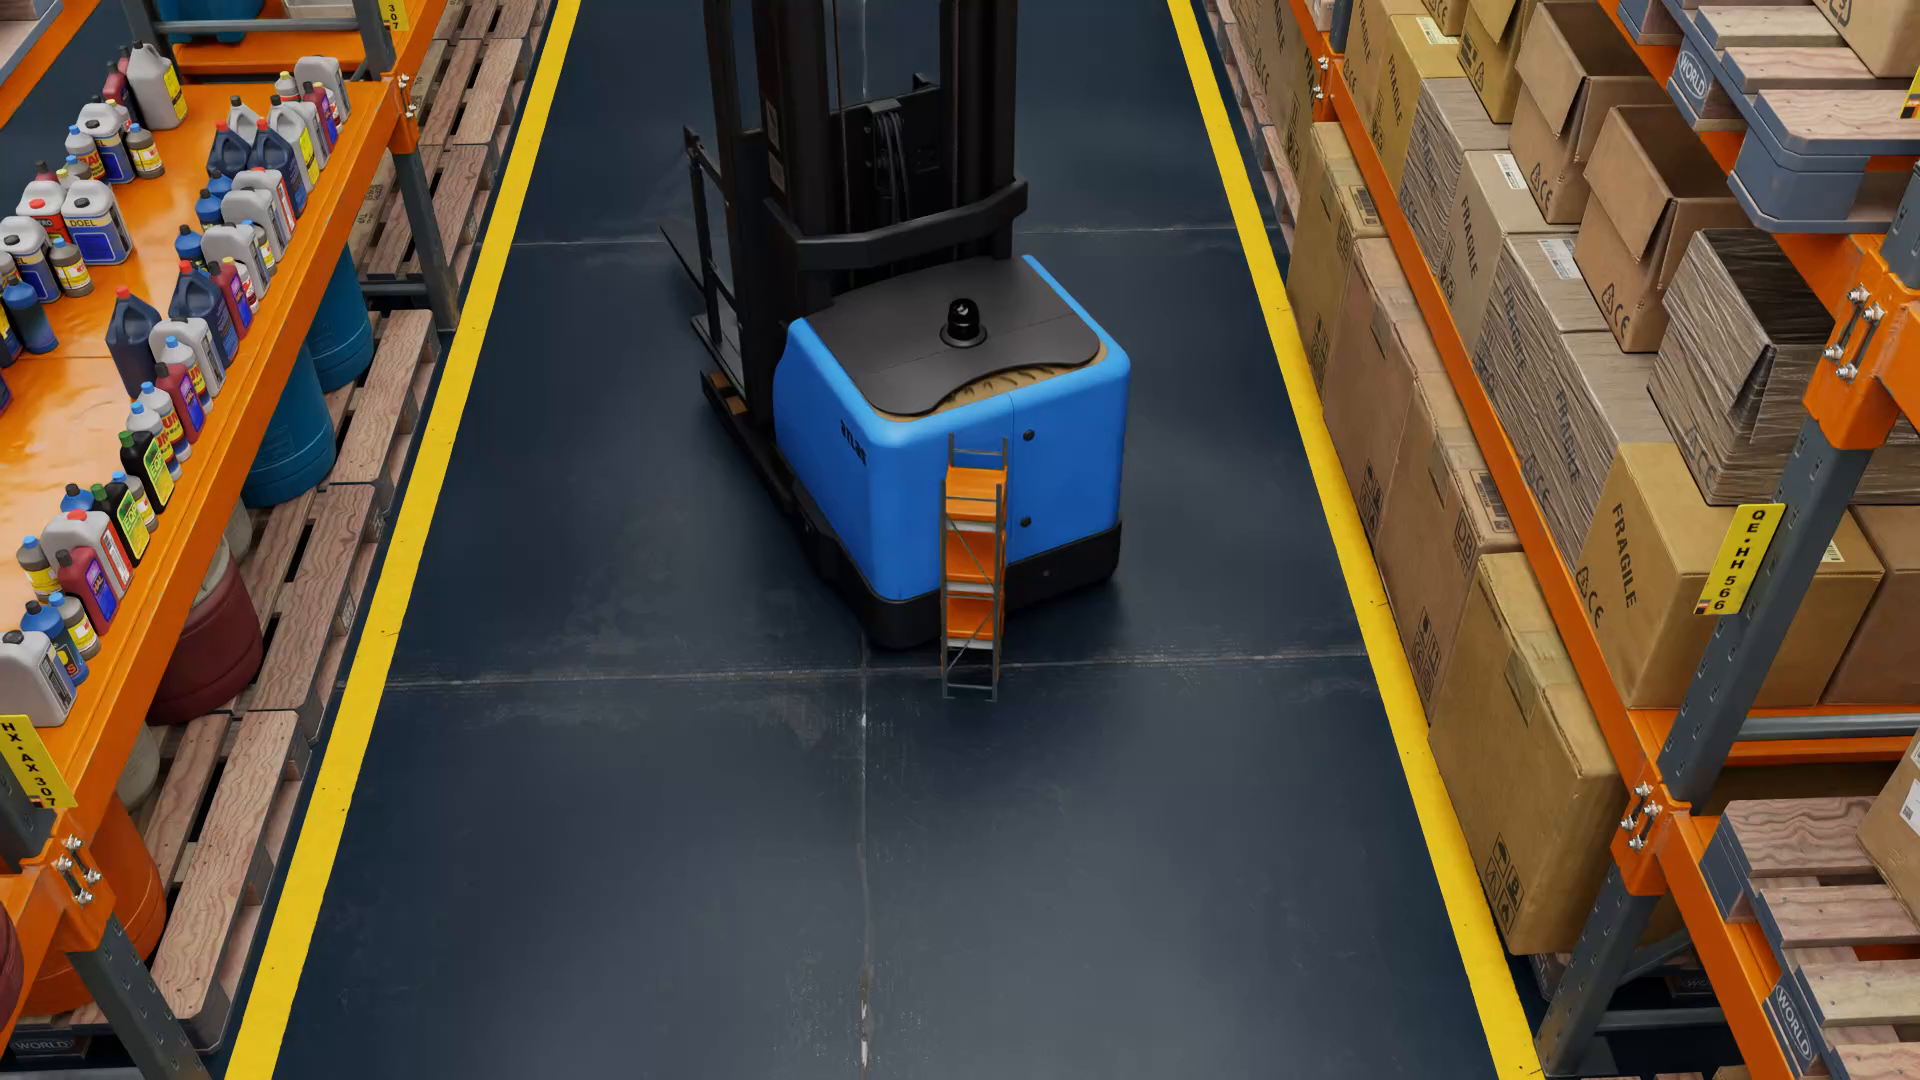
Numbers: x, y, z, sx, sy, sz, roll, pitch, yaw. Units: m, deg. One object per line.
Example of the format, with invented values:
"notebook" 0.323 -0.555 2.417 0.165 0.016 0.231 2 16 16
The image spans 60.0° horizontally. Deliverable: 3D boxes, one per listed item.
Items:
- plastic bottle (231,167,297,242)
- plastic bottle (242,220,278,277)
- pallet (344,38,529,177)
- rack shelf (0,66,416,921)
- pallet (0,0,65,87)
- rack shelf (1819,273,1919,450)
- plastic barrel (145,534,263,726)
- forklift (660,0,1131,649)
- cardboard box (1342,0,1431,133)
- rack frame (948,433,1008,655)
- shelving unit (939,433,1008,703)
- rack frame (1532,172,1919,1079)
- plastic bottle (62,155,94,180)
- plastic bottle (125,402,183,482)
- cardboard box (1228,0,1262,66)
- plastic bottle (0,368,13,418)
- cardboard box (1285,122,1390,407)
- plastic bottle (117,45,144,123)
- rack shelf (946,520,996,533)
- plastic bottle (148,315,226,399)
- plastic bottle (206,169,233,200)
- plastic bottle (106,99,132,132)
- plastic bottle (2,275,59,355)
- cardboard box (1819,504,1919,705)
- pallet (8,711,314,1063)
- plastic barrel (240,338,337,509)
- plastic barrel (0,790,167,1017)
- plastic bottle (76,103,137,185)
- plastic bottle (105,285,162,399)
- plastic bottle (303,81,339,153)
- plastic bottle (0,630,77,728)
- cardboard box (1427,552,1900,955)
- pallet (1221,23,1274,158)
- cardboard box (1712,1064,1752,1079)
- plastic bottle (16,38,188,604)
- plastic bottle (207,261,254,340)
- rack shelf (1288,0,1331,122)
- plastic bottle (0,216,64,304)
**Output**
"plastic bottle" -2.491 -1.214 5.947 0.152 0.276 0.135 -2 43 -2
"plastic bottle" -2.453 -1.018 5.788 0.097 0.201 0.097 0 43 0
"pallet" -2.993 -2.397 9.209 1.003 0.211 1.213 -2 43 -2
"rack shelf" -2.783 -0.488 5.595 1.077 0.370 4.000 -2 43 -2
"pallet" -2.633 -0.959 3.496 1.003 0.211 1.213 -2 43 -2
"rack shelf" 2.335 0.964 1.791 1.077 0.370 4.000 -2 43 -2
"plastic barrel" -2.784 0.238 5.744 0.600 0.588 0.708 -2 43 -2
"forklift" -0.488 -1.670 6.403 1.130 2.935 3.031 -19 46 -19
"cardboard box" 1.850 -1.965 6.600 0.500 0.500 0.500 -2 43 -2
"rack frame" 0.061 0.036 5.934 0.200 1.050 0.008 4 43 4
"shelving unit" 0.048 0.118 5.844 0.215 1.050 0.252 4 43 4
"rack frame" 2.250 0.454 4.034 1.000 3.000 0.127 -2 43 -2
"plastic bottle" -3.232 -1.315 6.112 0.097 0.201 0.097 0 43 0
"plastic bottle" -2.406 -0.295 4.947 0.097 0.271 0.097 0 43 0
"cardboard box" 2.056 -3.274 9.363 0.875 0.875 0.875 -2 43 -2
"plastic bottle" -3.054 -0.522 5.186 0.061 0.283 0.133 -2 43 -2
"cardboard box" 2.128 -1.186 7.086 1.225 0.875 0.875 -2 43 -2
"plastic bottle" -3.279 -1.801 6.581 0.061 0.283 0.133 -2 43 -2
"rack shelf" 0.048 -0.120 5.626 0.166 0.050 0.221 4 43 4
"plastic bottle" -2.452 -0.595 5.271 0.152 0.276 0.135 -2 43 -2
"plastic bottle" -2.615 -1.196 5.931 0.097 0.271 0.097 0 43 0
"plastic bottle" -3.250 -1.603 6.426 0.097 0.201 0.097 0 43 0
"plastic bottle" -3.050 -0.745 5.438 0.097 0.271 0.097 0 43 0
"cardboard box" 2.502 0.082 4.367 0.500 0.500 0.500 0 43 -1
"pallet" -2.773 1.093 5.401 1.003 0.211 1.213 -2 43 -2
"plastic barrel" -2.832 -0.639 6.470 0.600 0.901 0.708 -2 43 -2
"plastic barrel" -7.784 0.273 3.953 10.706 2.957 0.708 -2 43 -2
"plastic bottle" -3.213 -1.488 6.245 0.152 0.276 0.135 -2 43 -2
"plastic bottle" -2.602 -0.636 5.260 0.144 0.351 0.185 -2 43 -2
"plastic bottle" -2.473 -1.649 6.416 0.061 0.283 0.133 -2 43 -2
"plastic bottle" -2.394 0.341 4.250 0.152 0.276 0.135 -2 43 -2
"cardboard box" 2.242 0.616 5.119 1.225 0.875 0.875 -3 43 -4
"pallet" 2.072 -2.559 9.386 1.003 0.211 1.213 -2 43 -2
"cardboard box" 2.299 1.665 4.238 0.700 0.500 0.500 -4 43 -4
"plastic bottle" -2.869 -0.912 5.561 0.643 0.351 2.872 -2 43 -2
"plastic bottle" -2.420 -0.815 5.505 0.061 0.283 0.133 -2 43 -2
"rack shelf" 1.996 -3.331 8.697 1.077 0.370 4.000 -2 43 -2
"plastic bottle" -3.180 -0.953 5.662 0.152 0.276 0.135 -2 43 -2
